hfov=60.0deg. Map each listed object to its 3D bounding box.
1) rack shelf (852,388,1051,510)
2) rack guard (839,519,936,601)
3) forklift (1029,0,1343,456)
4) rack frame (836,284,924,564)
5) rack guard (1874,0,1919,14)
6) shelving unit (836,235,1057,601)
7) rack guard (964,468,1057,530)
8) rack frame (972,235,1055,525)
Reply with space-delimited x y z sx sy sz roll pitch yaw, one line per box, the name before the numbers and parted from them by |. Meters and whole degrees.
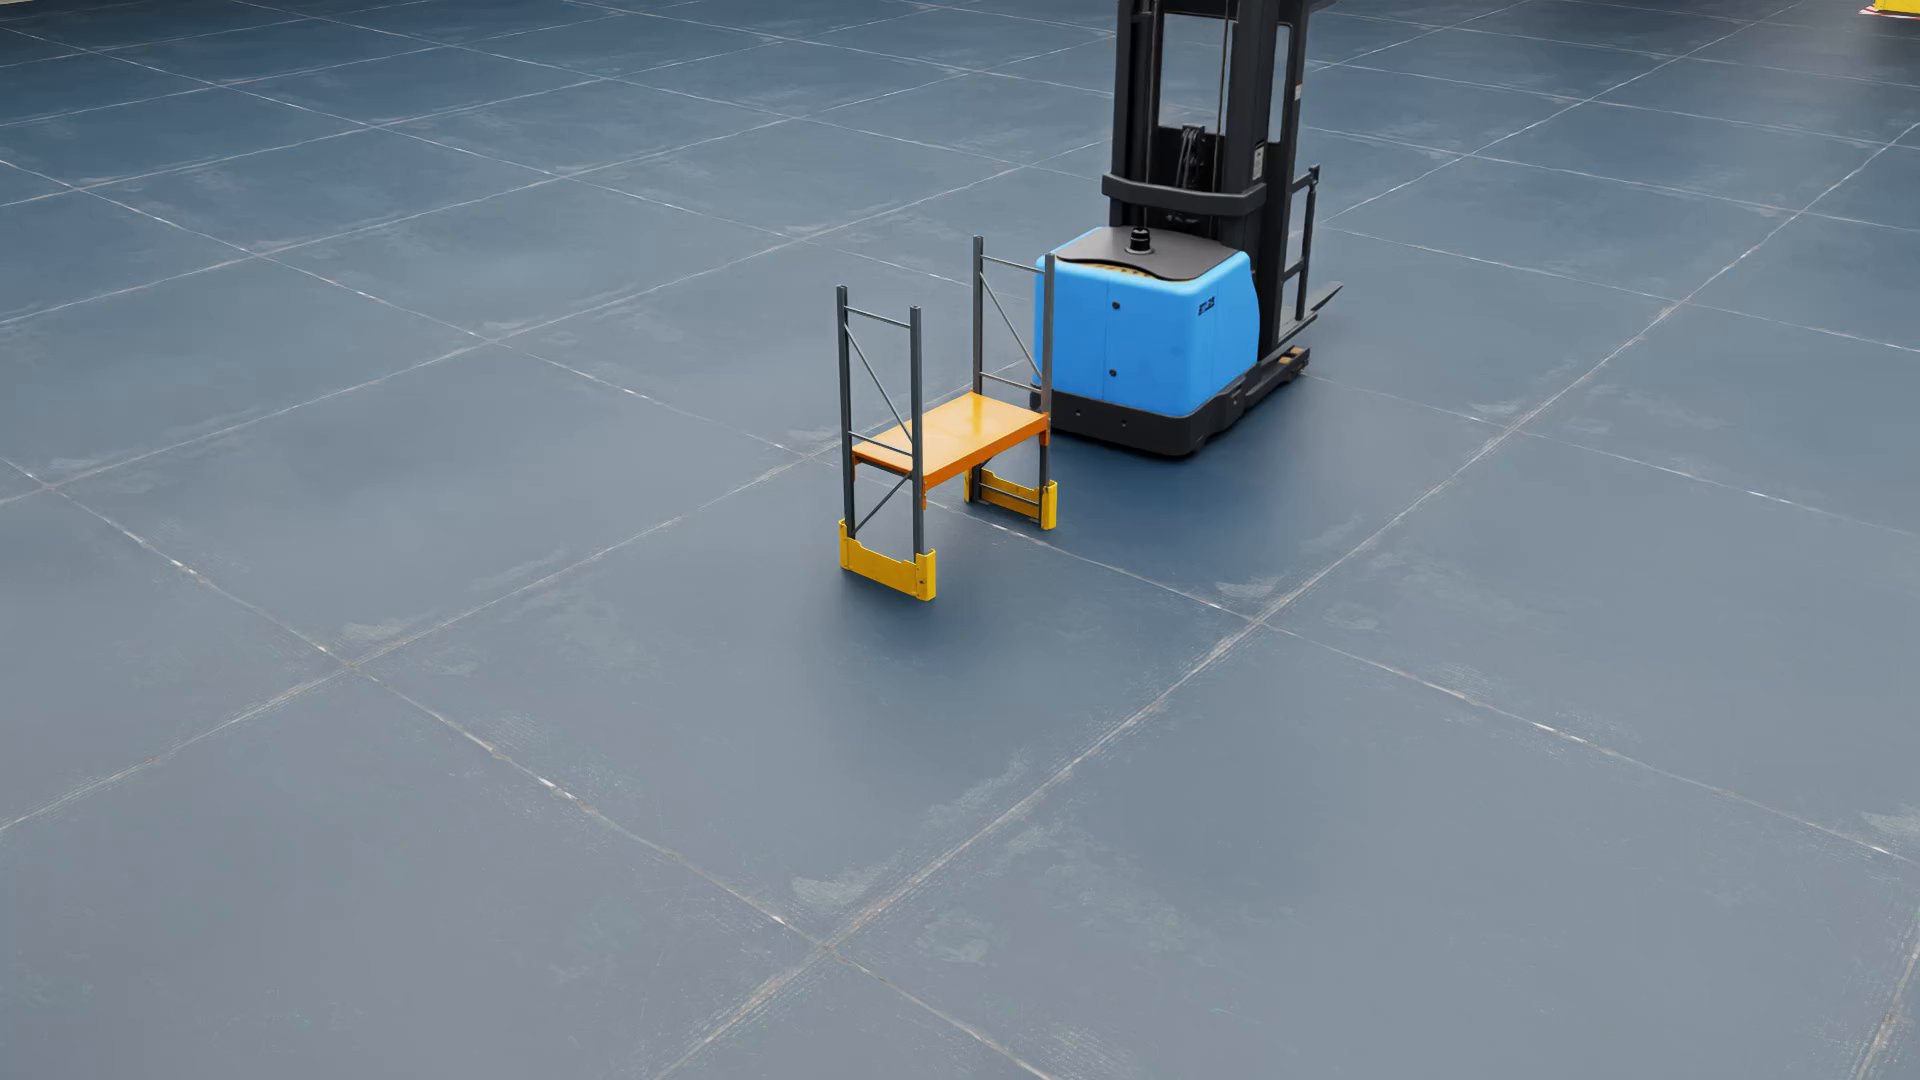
rack shelf | -0.054 -0.476 8.430 0.538 0.185 1.000 21 34 34
rack guard | -0.365 0.093 8.299 0.587 0.250 0.087 21 34 34
forklift | 1.626 -2.417 10.233 1.130 2.935 3.031 16 31 28
rack frame | -0.378 -0.456 7.999 0.500 1.500 0.032 21 34 34
rack guard | 13.114 -7.418 22.546 1.175 0.500 0.348 21 34 34
shelving unit | -0.048 -0.639 8.353 0.587 1.500 1.083 21 34 34
rack guard | 0.268 -0.261 8.982 0.587 0.250 0.087 21 34 34
rack frame | 0.269 -0.816 8.695 0.500 1.500 0.032 21 34 34
